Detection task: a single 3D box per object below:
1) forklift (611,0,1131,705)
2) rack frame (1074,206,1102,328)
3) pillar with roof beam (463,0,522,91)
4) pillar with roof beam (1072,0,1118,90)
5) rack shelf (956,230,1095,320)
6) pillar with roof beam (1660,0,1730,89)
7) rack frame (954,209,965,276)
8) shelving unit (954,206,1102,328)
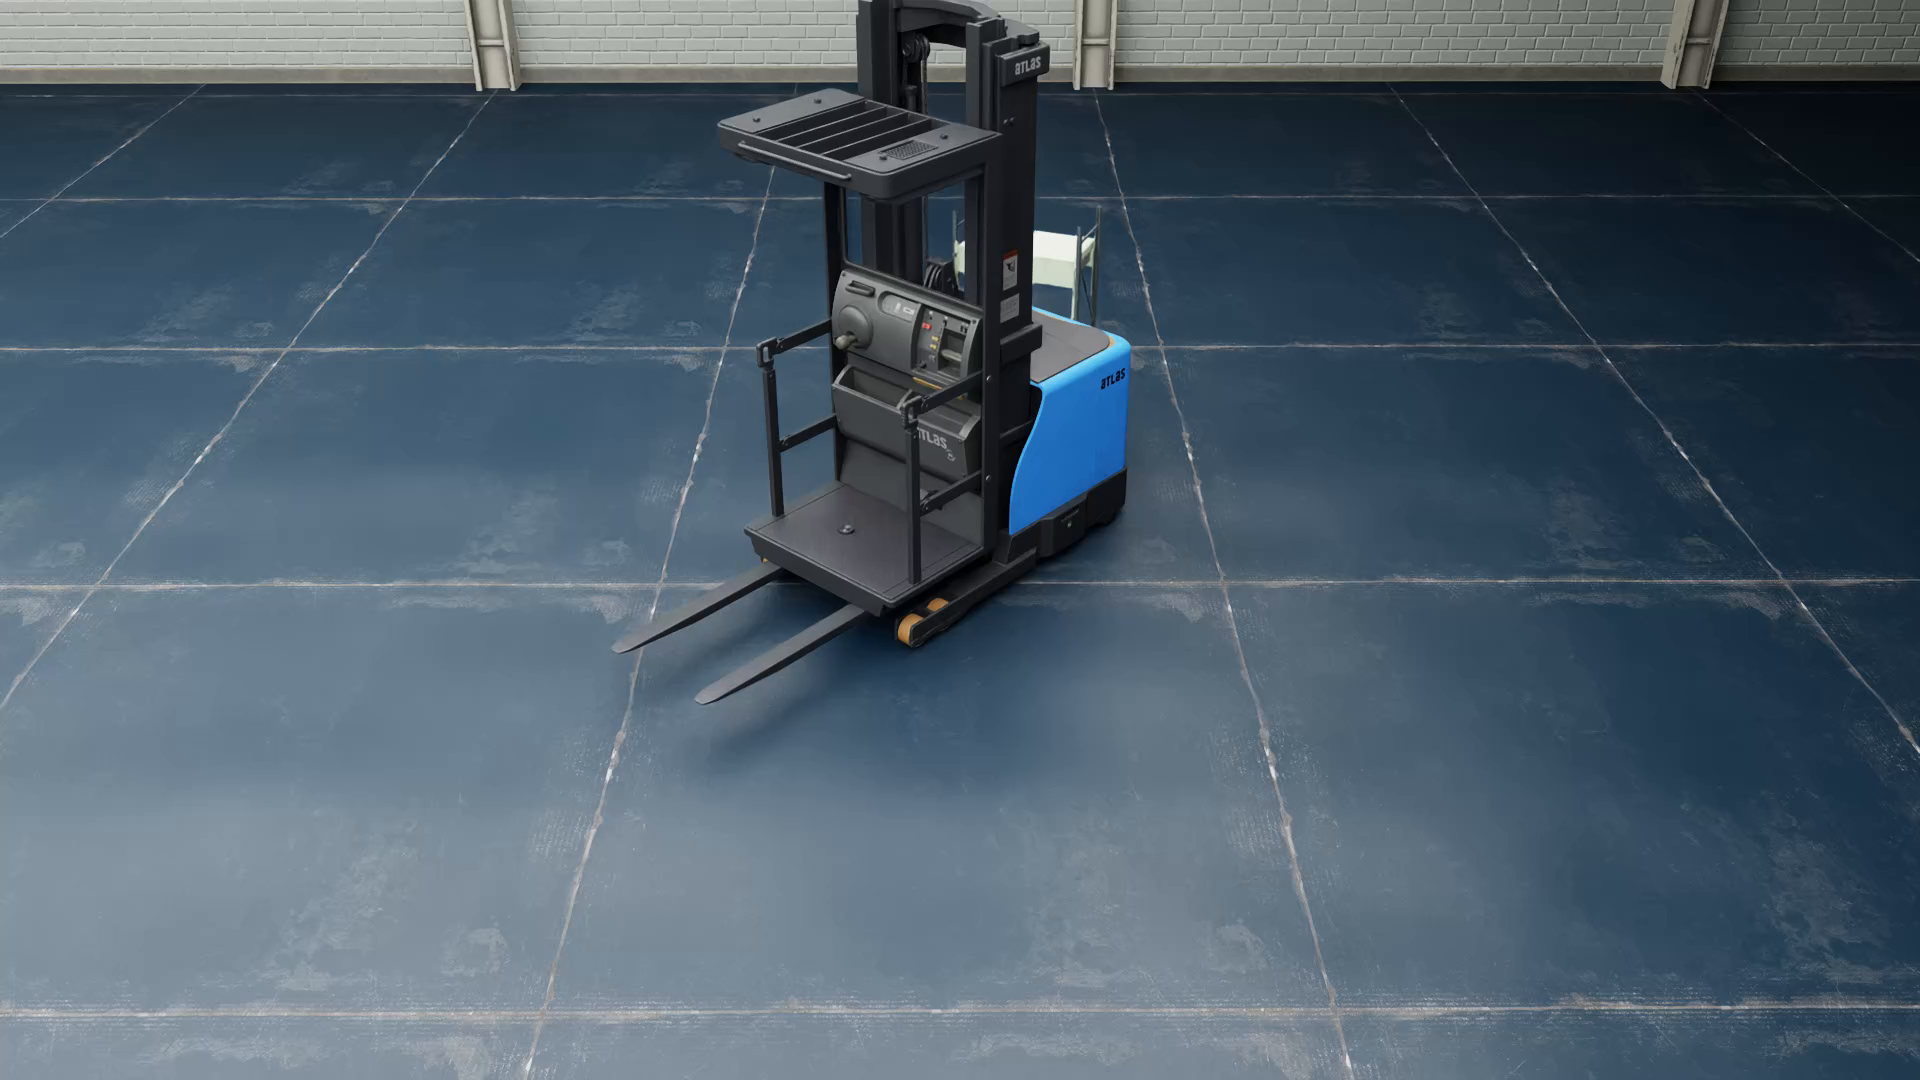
[{"bbox_3d":[-0.416,-1.012,8.092,1.130,2.935,3.031,25,39,35],"label":"forklift"},{"bbox_3d":[0.724,-1.168,9.720,0.023,1.500,0.400,11,32,18],"label":"rack frame"},{"bbox_3d":[-4.627,-6.202,10.796,0.400,9.000,9.100,0,31,0],"label":"pillar with roof beam"},{"bbox_3d":[1.372,-6.220,10.827,0.400,9.000,9.100,0,31,0],"label":"pillar with roof beam"},{"bbox_3d":[0.386,-1.575,9.638,0.720,0.370,0.431,11,32,18],"label":"rack shelf"},{"bbox_3d":[7.372,-6.239,10.858,0.400,9.000,9.100,0,31,0],"label":"pillar with roof beam"},{"bbox_3d":[0.042,-1.306,9.947,0.023,1.500,0.400,11,32,18],"label":"rack frame"},{"bbox_3d":[0.383,-1.237,9.833,0.755,1.500,0.431,11,32,18],"label":"shelving unit"}]
